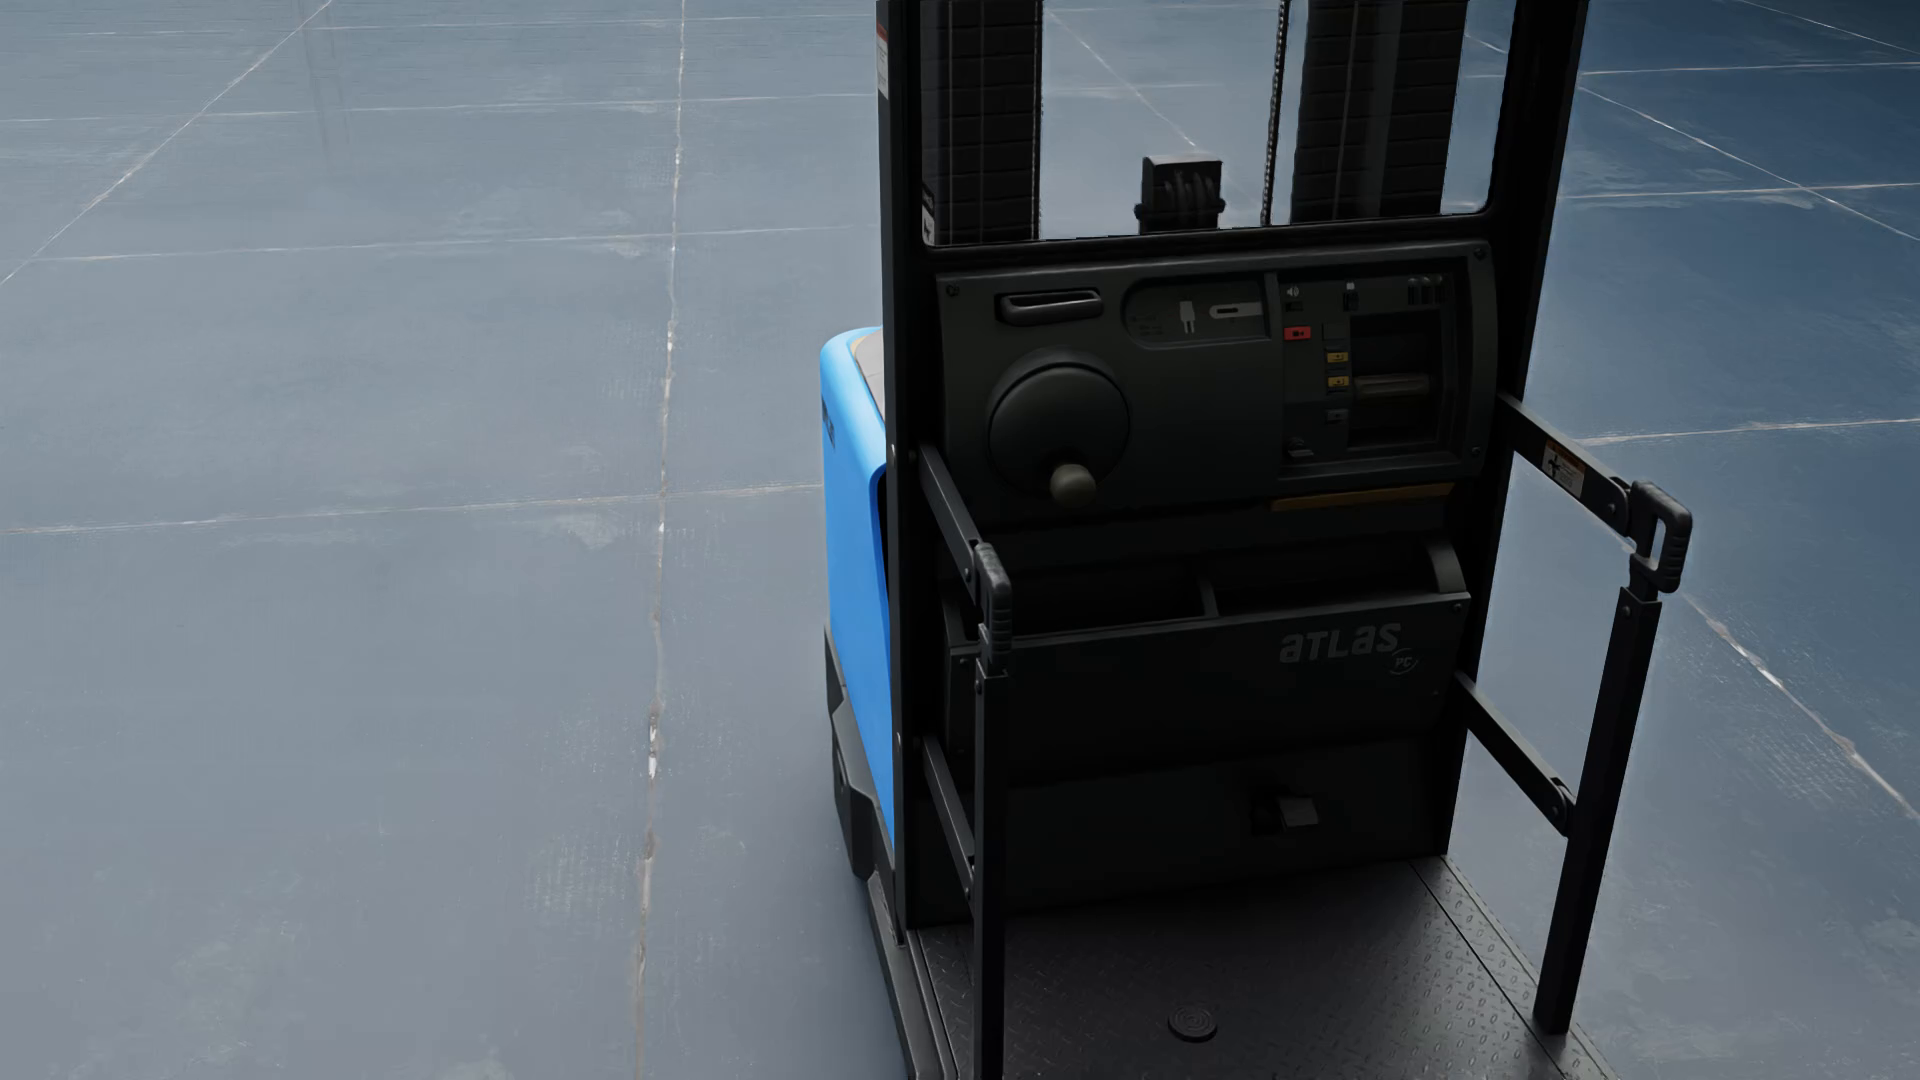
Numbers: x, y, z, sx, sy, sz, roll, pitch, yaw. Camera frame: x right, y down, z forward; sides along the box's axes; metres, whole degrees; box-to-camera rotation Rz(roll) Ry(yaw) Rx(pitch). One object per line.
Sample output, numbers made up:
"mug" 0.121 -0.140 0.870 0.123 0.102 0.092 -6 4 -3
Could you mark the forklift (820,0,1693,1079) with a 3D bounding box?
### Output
"forklift" 0.471 -0.227 2.482 1.130 2.935 3.031 -6 28 -11
